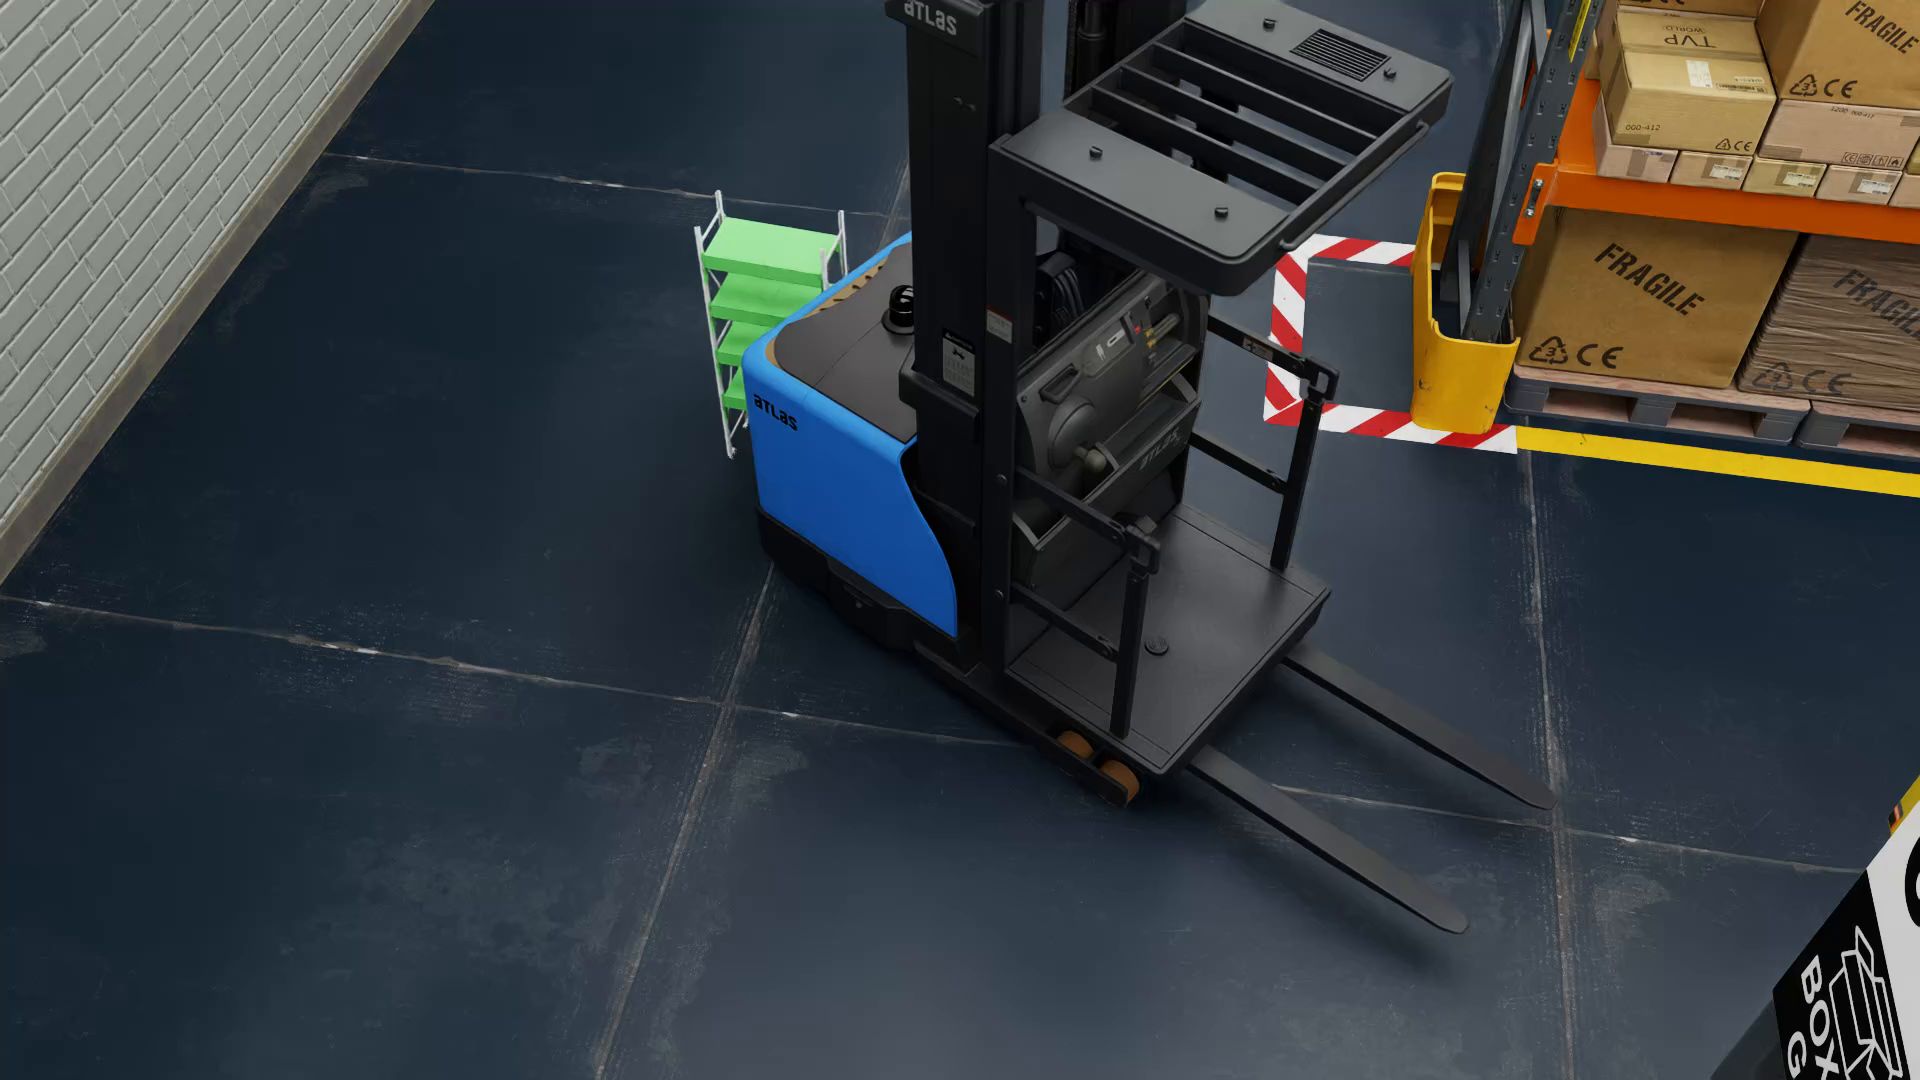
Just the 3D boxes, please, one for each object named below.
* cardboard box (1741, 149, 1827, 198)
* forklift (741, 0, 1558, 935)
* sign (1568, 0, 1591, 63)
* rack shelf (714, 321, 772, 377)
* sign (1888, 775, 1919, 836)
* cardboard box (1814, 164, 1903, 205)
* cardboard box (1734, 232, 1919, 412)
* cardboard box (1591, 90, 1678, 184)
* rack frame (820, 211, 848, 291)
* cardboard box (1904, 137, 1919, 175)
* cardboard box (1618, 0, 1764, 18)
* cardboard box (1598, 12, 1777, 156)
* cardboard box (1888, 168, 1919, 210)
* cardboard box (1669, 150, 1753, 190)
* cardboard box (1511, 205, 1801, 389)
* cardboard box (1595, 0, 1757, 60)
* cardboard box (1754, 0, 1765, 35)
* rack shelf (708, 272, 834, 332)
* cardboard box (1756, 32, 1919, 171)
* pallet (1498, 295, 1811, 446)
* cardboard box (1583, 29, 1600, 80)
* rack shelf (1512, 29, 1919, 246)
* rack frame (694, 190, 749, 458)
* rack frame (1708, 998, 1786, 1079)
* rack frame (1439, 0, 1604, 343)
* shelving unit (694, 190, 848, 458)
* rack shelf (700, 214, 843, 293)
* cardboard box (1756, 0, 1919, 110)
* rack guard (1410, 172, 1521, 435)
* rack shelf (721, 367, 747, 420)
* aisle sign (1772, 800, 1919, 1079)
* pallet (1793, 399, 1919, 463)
[{"bbox_3d":[3.032,-1.454,6.180,0.250,0.149,0.380,7,48,6],"label":"cardboard box"},{"bbox_3d":[0.657,-0.491,5.192,3.031,2.935,1.130,32,56,26],"label":"forklift"},{"bbox_3d":[2.132,-1.803,5.690,0.005,0.325,0.100,8,49,7],"label":"sign"},{"bbox_3d":[-0.709,-0.748,6.673,0.480,0.148,0.258,11,49,10],"label":"rack shelf"},{"bbox_3d":[1.437,0.361,2.435,0.005,0.325,0.100,8,49,7],"label":"sign"},{"bbox_3d":[3.288,-1.420,6.150,0.250,0.149,0.380,7,48,6],"label":"cardboard box"},{"bbox_3d":[3.776,-1.176,6.908,0.875,0.875,0.875,8,49,7],"label":"cardboard box"},{"bbox_3d":[2.527,-1.520,6.240,0.250,0.149,0.380,8,49,7],"label":"cardboard box"},{"bbox_3d":[-0.473,-0.743,6.583,0.015,1.200,0.240,11,49,10],"label":"rack frame"},{"bbox_3d":[3.667,-1.548,5.997,0.500,0.250,0.500,6,48,6],"label":"cardboard box"},{"bbox_3d":[2.762,-2.320,6.187,0.500,0.500,0.500,8,49,7],"label":"cardboard box"},{"bbox_3d":[2.661,-1.681,6.116,0.500,0.250,0.500,7,48,6],"label":"cardboard box"},{"bbox_3d":[3.538,-1.385,6.119,0.250,0.149,0.380,7,48,6],"label":"cardboard box"},{"bbox_3d":[2.780,-1.487,6.211,0.250,0.149,0.380,7,48,6],"label":"cardboard box"},{"bbox_3d":[2.880,-1.297,7.017,0.875,0.875,0.875,8,49,7],"label":"cardboard box"},{"bbox_3d":[2.760,-2.072,6.468,0.500,0.250,0.500,7,48,6],"label":"cardboard box"},{"bbox_3d":[3.259,-2.004,6.407,0.500,0.250,0.500,7,48,6],"label":"cardboard box"},{"bbox_3d":[-0.709,-0.908,6.494,0.480,0.148,0.258,11,49,10],"label":"rack shelf"},{"bbox_3d":[3.173,-1.617,6.059,0.500,0.250,0.500,7,48,6],"label":"cardboard box"},{"bbox_3d":[3.037,-0.912,7.400,1.213,0.211,1.003,8,49,7],"label":"pallet"},{"bbox_3d":[2.645,-2.002,6.674,0.250,0.149,0.380,9,49,8],"label":"cardboard box"},{"bbox_3d":[4.204,-1.387,6.436,4.000,0.370,1.077,8,49,7],"label":"rack shelf"},{"bbox_3d":[-0.945,-0.837,6.668,0.015,1.200,0.240,11,49,10],"label":"rack frame"},{"bbox_3d":[1.356,1.731,3.150,0.053,2.616,0.949,8,49,7],"label":"rack frame"},{"bbox_3d":[2.236,-1.893,6.406,0.127,3.000,1.000,8,49,7],"label":"rack frame"},{"bbox_3d":[-0.709,-0.790,6.625,0.503,1.200,0.258,11,49,10],"label":"shelving unit"},{"bbox_3d":[-0.709,-1.068,6.316,0.480,0.148,0.258,11,49,10],"label":"rack shelf"},{"bbox_3d":[3.153,-1.865,5.778,0.500,0.500,0.500,7,48,6],"label":"cardboard box"},{"bbox_3d":[2.213,-1.060,7.339,0.348,0.500,1.175,8,49,7],"label":"rack guard"},{"bbox_3d":[-0.709,-0.587,6.851,0.480,0.148,0.258,11,49,10],"label":"rack shelf"},{"bbox_3d":[1.337,0.640,2.383,0.004,0.787,0.394,8,49,7],"label":"aisle sign"},{"bbox_3d":[4.234,-0.749,7.253,1.213,0.211,1.003,8,49,7],"label":"pallet"}]
